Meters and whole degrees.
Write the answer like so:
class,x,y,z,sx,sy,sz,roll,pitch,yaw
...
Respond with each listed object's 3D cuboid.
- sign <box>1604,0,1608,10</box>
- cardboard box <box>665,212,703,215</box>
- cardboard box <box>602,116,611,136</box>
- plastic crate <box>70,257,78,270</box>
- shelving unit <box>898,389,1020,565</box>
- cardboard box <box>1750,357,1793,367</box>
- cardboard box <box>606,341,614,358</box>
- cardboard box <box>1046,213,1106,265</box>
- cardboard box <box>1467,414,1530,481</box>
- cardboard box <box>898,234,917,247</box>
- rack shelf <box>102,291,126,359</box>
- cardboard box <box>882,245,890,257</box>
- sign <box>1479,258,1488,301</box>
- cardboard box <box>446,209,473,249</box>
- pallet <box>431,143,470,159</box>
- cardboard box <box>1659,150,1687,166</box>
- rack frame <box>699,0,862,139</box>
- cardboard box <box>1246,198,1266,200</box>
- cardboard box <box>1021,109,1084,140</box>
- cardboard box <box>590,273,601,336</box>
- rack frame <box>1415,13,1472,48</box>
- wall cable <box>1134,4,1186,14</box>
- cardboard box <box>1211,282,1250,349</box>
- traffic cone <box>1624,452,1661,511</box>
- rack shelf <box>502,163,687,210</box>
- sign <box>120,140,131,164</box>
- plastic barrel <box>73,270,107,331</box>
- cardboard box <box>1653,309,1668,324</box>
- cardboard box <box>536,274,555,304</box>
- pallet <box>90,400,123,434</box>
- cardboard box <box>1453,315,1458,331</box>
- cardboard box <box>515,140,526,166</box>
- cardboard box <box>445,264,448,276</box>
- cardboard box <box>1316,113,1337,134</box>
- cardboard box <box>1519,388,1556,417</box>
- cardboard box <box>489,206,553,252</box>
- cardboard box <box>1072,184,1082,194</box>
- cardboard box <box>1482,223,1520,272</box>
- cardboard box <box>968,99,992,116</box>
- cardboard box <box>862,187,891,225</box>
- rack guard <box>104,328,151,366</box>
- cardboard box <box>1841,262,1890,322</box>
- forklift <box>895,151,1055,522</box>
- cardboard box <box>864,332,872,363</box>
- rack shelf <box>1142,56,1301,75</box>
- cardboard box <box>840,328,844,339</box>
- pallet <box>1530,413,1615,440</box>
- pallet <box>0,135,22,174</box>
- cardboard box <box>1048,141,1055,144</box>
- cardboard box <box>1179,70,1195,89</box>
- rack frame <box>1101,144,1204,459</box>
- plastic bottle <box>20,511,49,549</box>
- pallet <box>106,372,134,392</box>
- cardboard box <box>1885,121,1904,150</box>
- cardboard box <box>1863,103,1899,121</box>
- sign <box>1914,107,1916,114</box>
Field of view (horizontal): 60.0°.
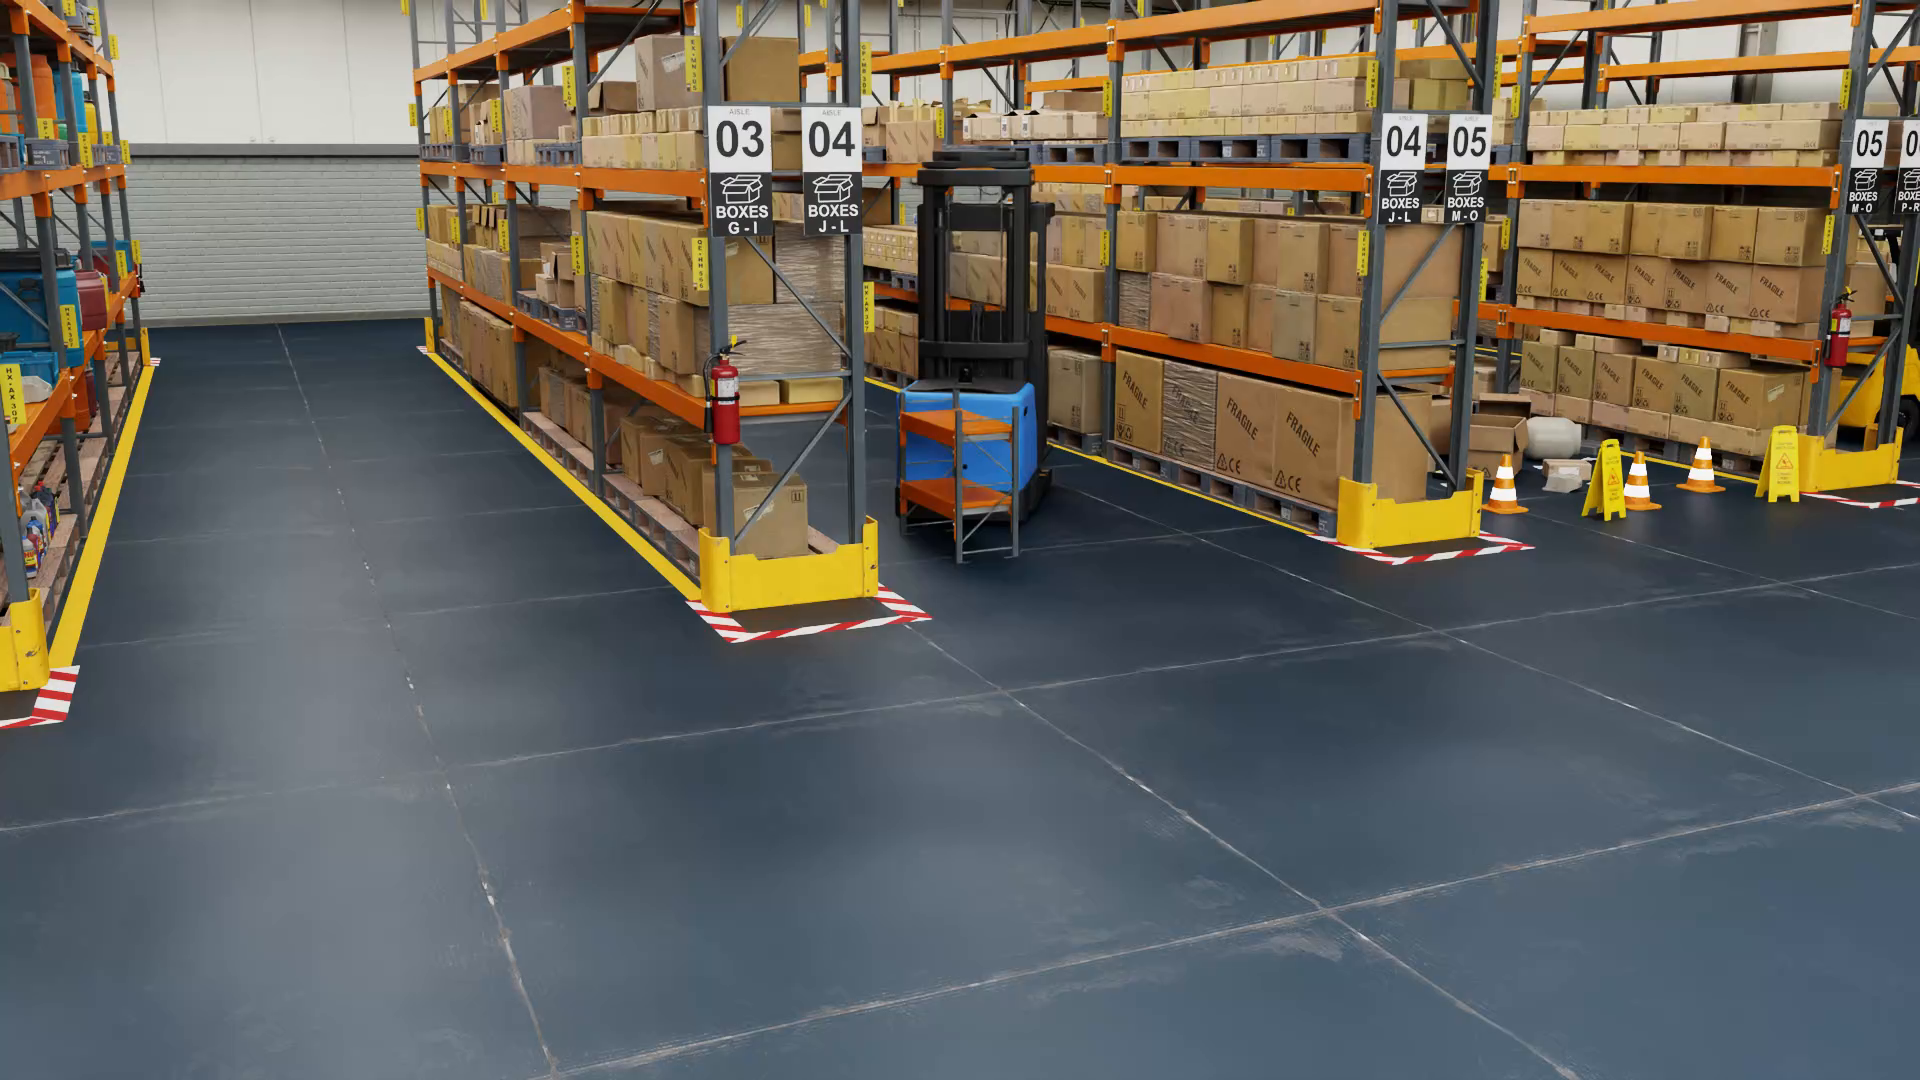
class,x,y,z,sx,sy,sz,roll,pitch,yaw
sign,8.822,-7.417,22.711,0.100,0.325,0.005,-6,14,-23
cardboard box,-2.076,-2.390,13.446,0.500,0.500,0.500,-6,14,-23
cardboard box,-2.603,-3.261,13.105,0.380,0.149,0.250,-6,14,-23
plastic crate,-11.994,-3.644,22.198,0.416,0.233,0.300,-6,14,-23
shelving unit,-0.020,-0.500,12.537,0.538,1.125,1.048,-6,14,-25
cardboard box,7.680,-1.484,16.133,0.500,0.500,0.500,-6,14,-25
cardboard box,-2.685,-1.585,13.622,0.380,0.149,0.250,-6,14,-23
cardboard box,1.261,-3.156,17.416,0.700,0.500,0.500,-6,14,-23
cardboard box,4.950,-0.868,15.502,0.637,0.503,0.797,6,14,26
cardboard box,-0.547,-3.672,20.391,0.380,0.149,0.250,-5,14,-21
rack shelf,-9.651,-2.323,17.848,1.077,0.370,4.000,-6,14,-23
cardboard box,-0.756,-3.635,20.889,0.380,0.149,0.250,-6,14,-23
sign,3.989,-1.991,12.723,0.100,0.325,0.005,-6,14,-23
cardboard box,-6.540,-4.146,22.139,0.500,0.500,0.500,-5,14,-22
pallet,-6.717,-5.373,22.979,1.003,0.211,1.213,-6,14,-23
cardboard box,6.918,-3.650,15.894,0.380,0.149,0.250,-6,14,-24
rack frame,-1.107,-3.977,10.097,1.000,3.000,0.127,-6,14,-23
cardboard box,4.195,-4.577,23.552,0.500,0.500,0.500,-5,14,-22
cardboard box,0.972,-4.321,17.281,0.500,0.311,0.500,-6,14,-25
cardboard box,-2.586,-1.976,13.873,0.875,0.500,0.500,-6,14,-23
rack frame,7.712,-7.801,26.617,1.000,3.000,0.127,-6,14,-23
wall cable,5.022,-12.618,35.098,2.988,3.039,0.133,-6,14,-23
cardboard box,2.688,-1.972,14.404,0.875,0.550,0.500,-6,14,-23
traffic cone,5.738,-0.515,14.070,0.336,0.463,0.334,-6,14,-23
rack shelf,-3.511,-3.405,15.872,1.077,0.370,4.000,-6,14,-23
sign,-11.557,-5.376,23.026,0.100,0.325,0.005,-6,14,-23
plastic barrel,-8.387,-2.258,15.670,0.600,0.536,0.708,-6,14,-23
cardboard box,7.033,-2.203,16.291,0.380,0.149,0.250,-6,14,-23
cardboard box,-3.851,-2.472,16.298,0.500,0.250,0.500,-6,14,-25
pallet,-9.689,-1.312,18.071,1.003,0.211,1.213,-6,14,-23
cardboard box,8.118,-3.532,26.089,0.500,0.500,0.500,-6,14,-25
cardboard box,-4.152,-3.869,16.616,0.500,0.250,0.500,-5,14,-22
cardboard box,-6.852,-3.710,22.805,0.380,0.149,0.250,-6,14,-24
cardboard box,2.934,-3.164,12.640,0.380,0.149,0.250,-5,14,-22
cardboard box,6.359,-1.495,17.842,0.500,0.250,0.500,-6,14,-26
cardboard box,-5.123,-3.670,19.628,0.797,0.503,0.637,-5,14,-21
cardboard box,2.035,-5.684,26.900,0.380,0.149,0.250,-6,14,-24
cardboard box,5.975,-3.249,18.442,0.500,0.500,0.500,-6,14,-24
cardboard box,0.157,-5.232,20.253,0.396,0.266,0.258,-6,14,-23
cardboard box,-1.287,-4.757,23.671,0.500,0.500,0.500,-5,14,-22
rack guard,-12.076,-2.699,23.421,1.175,0.500,0.348,-6,14,-23
cardboard box,8.037,-2.266,15.127,0.500,0.500,0.500,-6,14,-24
forklift,0.224,-1.859,14.400,1.130,2.935,3.031,2,13,9
cardboard box,-1.063,-2.662,22.330,0.500,0.500,0.500,-5,14,-20
rack shelf,3.967,-6.393,23.017,1.077,0.370,4.000,-6,14,-23
cardboard box,-1.747,-2.958,23.728,0.380,0.149,0.250,-5,14,-22
pallet,6.672,-1.282,17.940,1.003,0.211,1.213,-6,14,-23
pallet,-5.887,-2.156,9.300,1.003,0.211,1.213,-6,14,-23
cardboard box,1.826,-6.812,28.177,0.500,0.250,0.500,-7,15,-28
cardboard box,2.120,-3.972,14.364,0.380,0.149,0.250,-5,14,-22
rack frame,1.875,-2.308,16.189,1.000,3.000,0.127,-6,14,-23
plastic bottle,-6.458,-0.073,11.600,0.152,0.276,0.135,-5,14,-22
pallet,-10.783,-1.876,20.508,1.003,0.211,1.213,-6,14,-23
cardboard box,8.016,-3.611,14.839,0.500,0.250,0.500,-6,14,-24
cardboard box,8.017,-3.769,14.638,0.380,0.149,0.250,-6,14,-23
sign,11.425,-5.027,19.964,0.100,0.325,0.005,-6,14,-23
